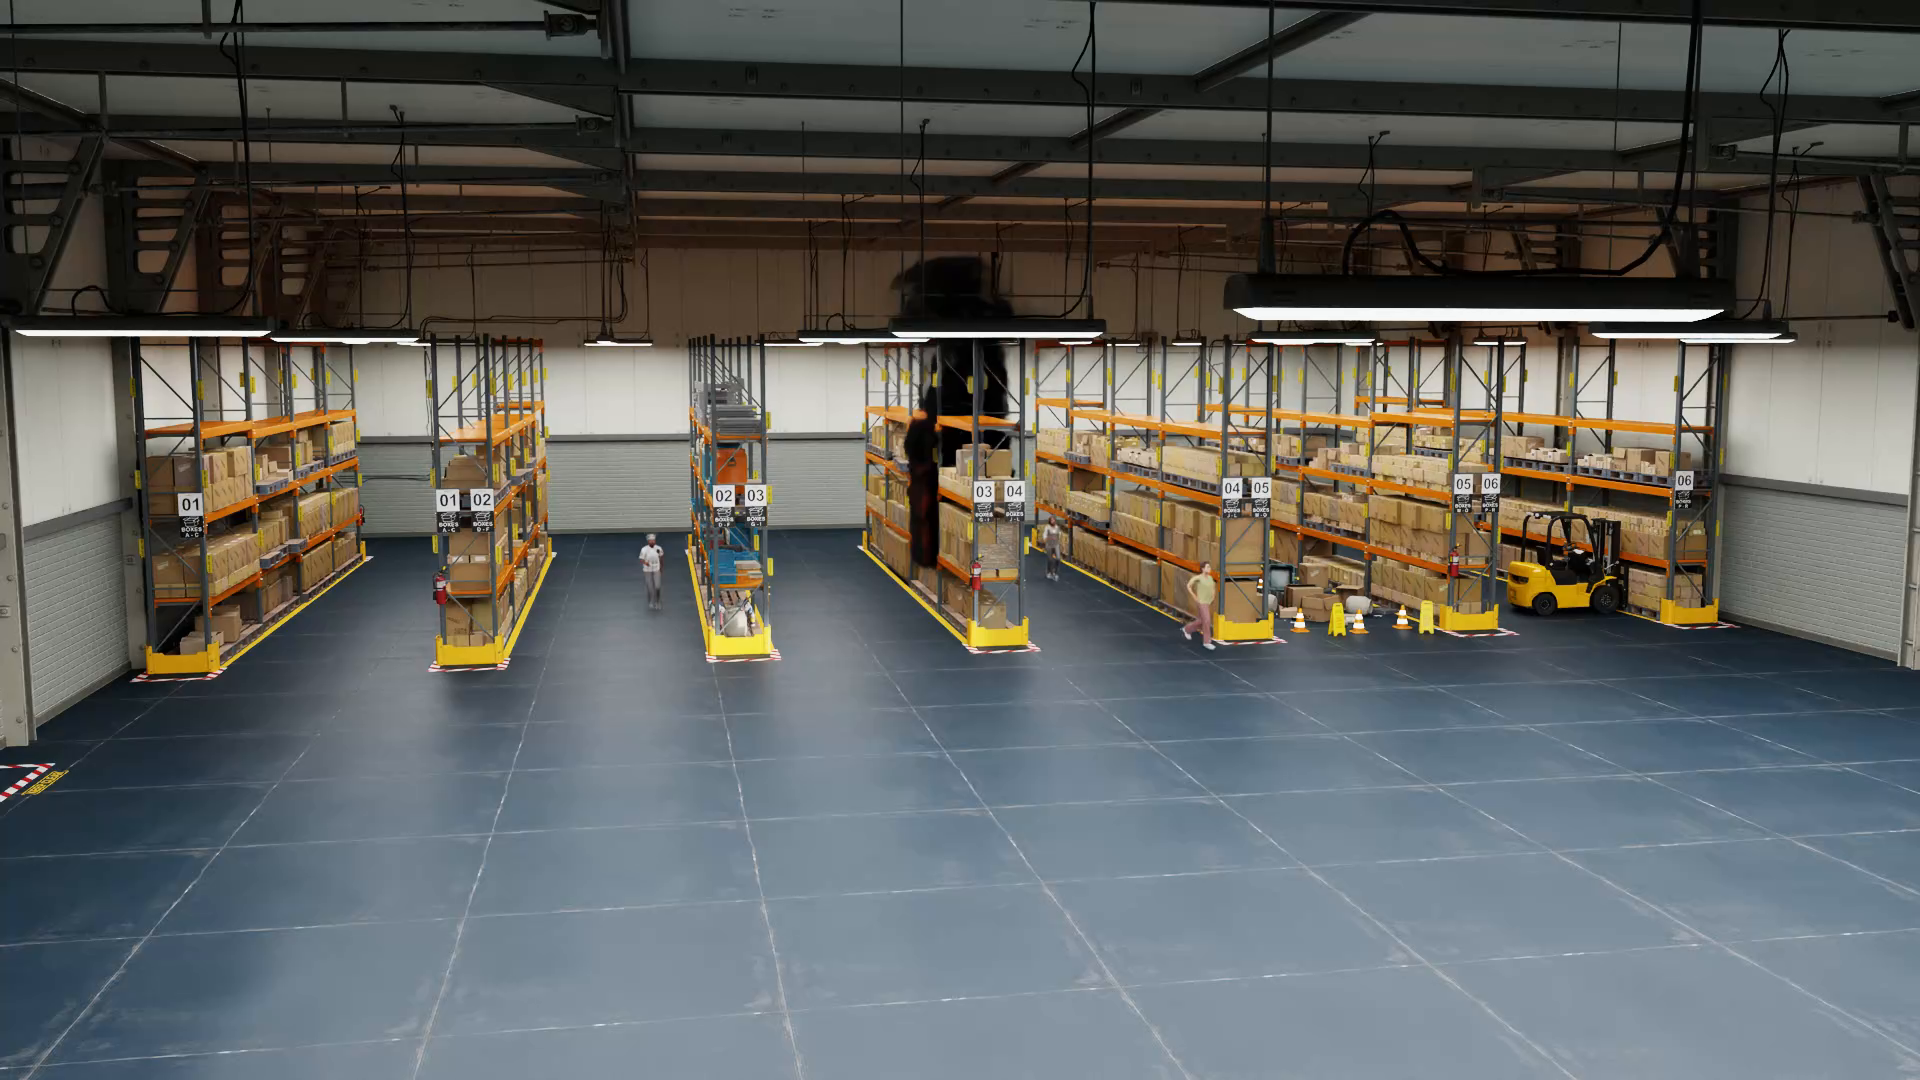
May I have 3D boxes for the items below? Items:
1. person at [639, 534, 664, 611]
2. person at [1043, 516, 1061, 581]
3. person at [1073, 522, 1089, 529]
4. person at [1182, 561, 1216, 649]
[{"bbox_3d":[-6.767,0.715,36.577,0.572,1.725,0.697,-2,7,-14],"label":"person"},{"bbox_3d":[2.293,0.213,41.255,0.513,1.634,0.702,-2,7,-14],"label":"person"},{"bbox_3d":[3.704,-0.825,50.235,0.754,1.719,0.574,-1,7,-5],"label":"person"},{"bbox_3d":[4.684,1.236,32.197,0.611,1.668,0.905,-6,9,-40],"label":"person"}]
